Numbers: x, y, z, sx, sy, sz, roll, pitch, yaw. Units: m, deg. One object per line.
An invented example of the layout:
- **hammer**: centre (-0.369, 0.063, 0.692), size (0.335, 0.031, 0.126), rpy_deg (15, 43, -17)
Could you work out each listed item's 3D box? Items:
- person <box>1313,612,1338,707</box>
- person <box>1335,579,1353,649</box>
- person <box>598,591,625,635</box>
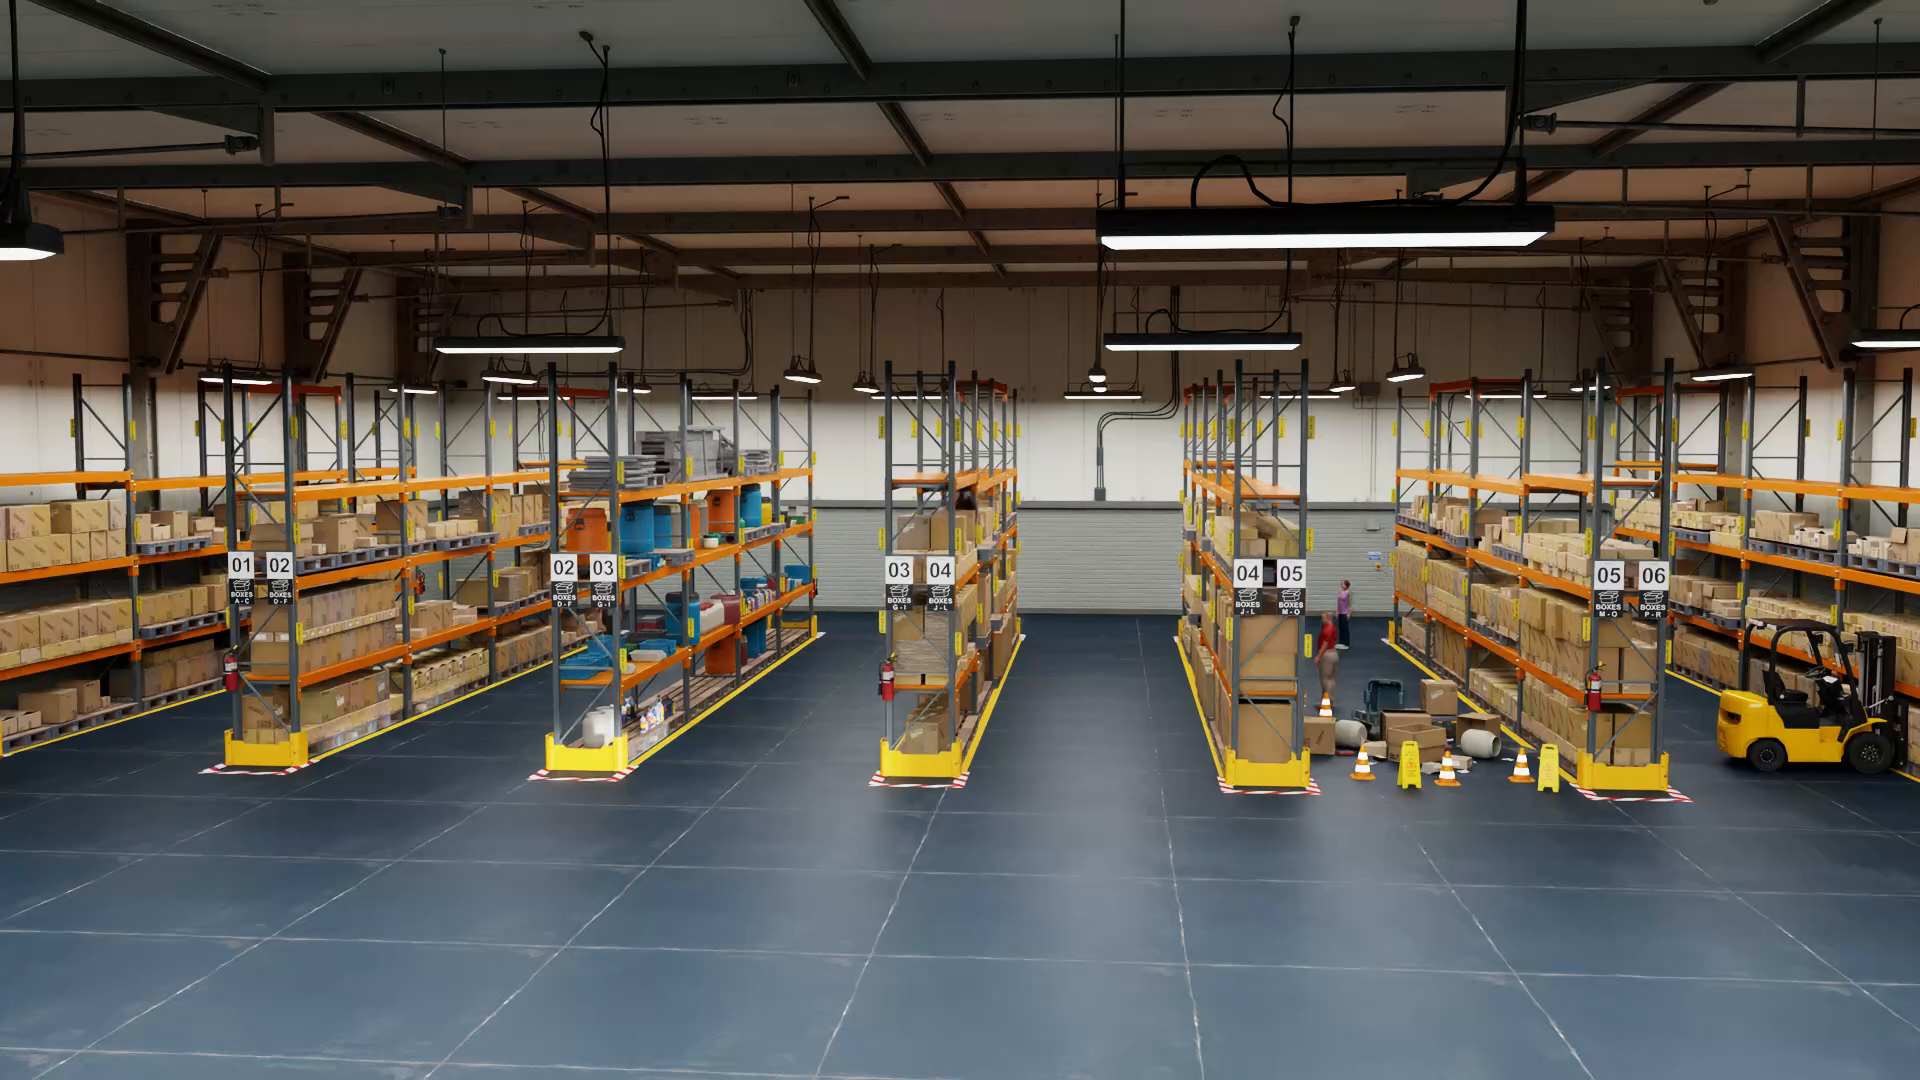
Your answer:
- **person**: centre (6.624, 2.164, 30.048), size (0.385, 1.737, 0.562), rpy_deg (2, 4, 31)
- **person**: centre (8.796, 1.706, 38.132), size (0.374, 1.612, 0.484), rpy_deg (-1, 4, -11)
- **person**: centre (-7.838, 1.666, 37.260), size (0.546, 1.725, 1.047), rpy_deg (0, 4, 4)
